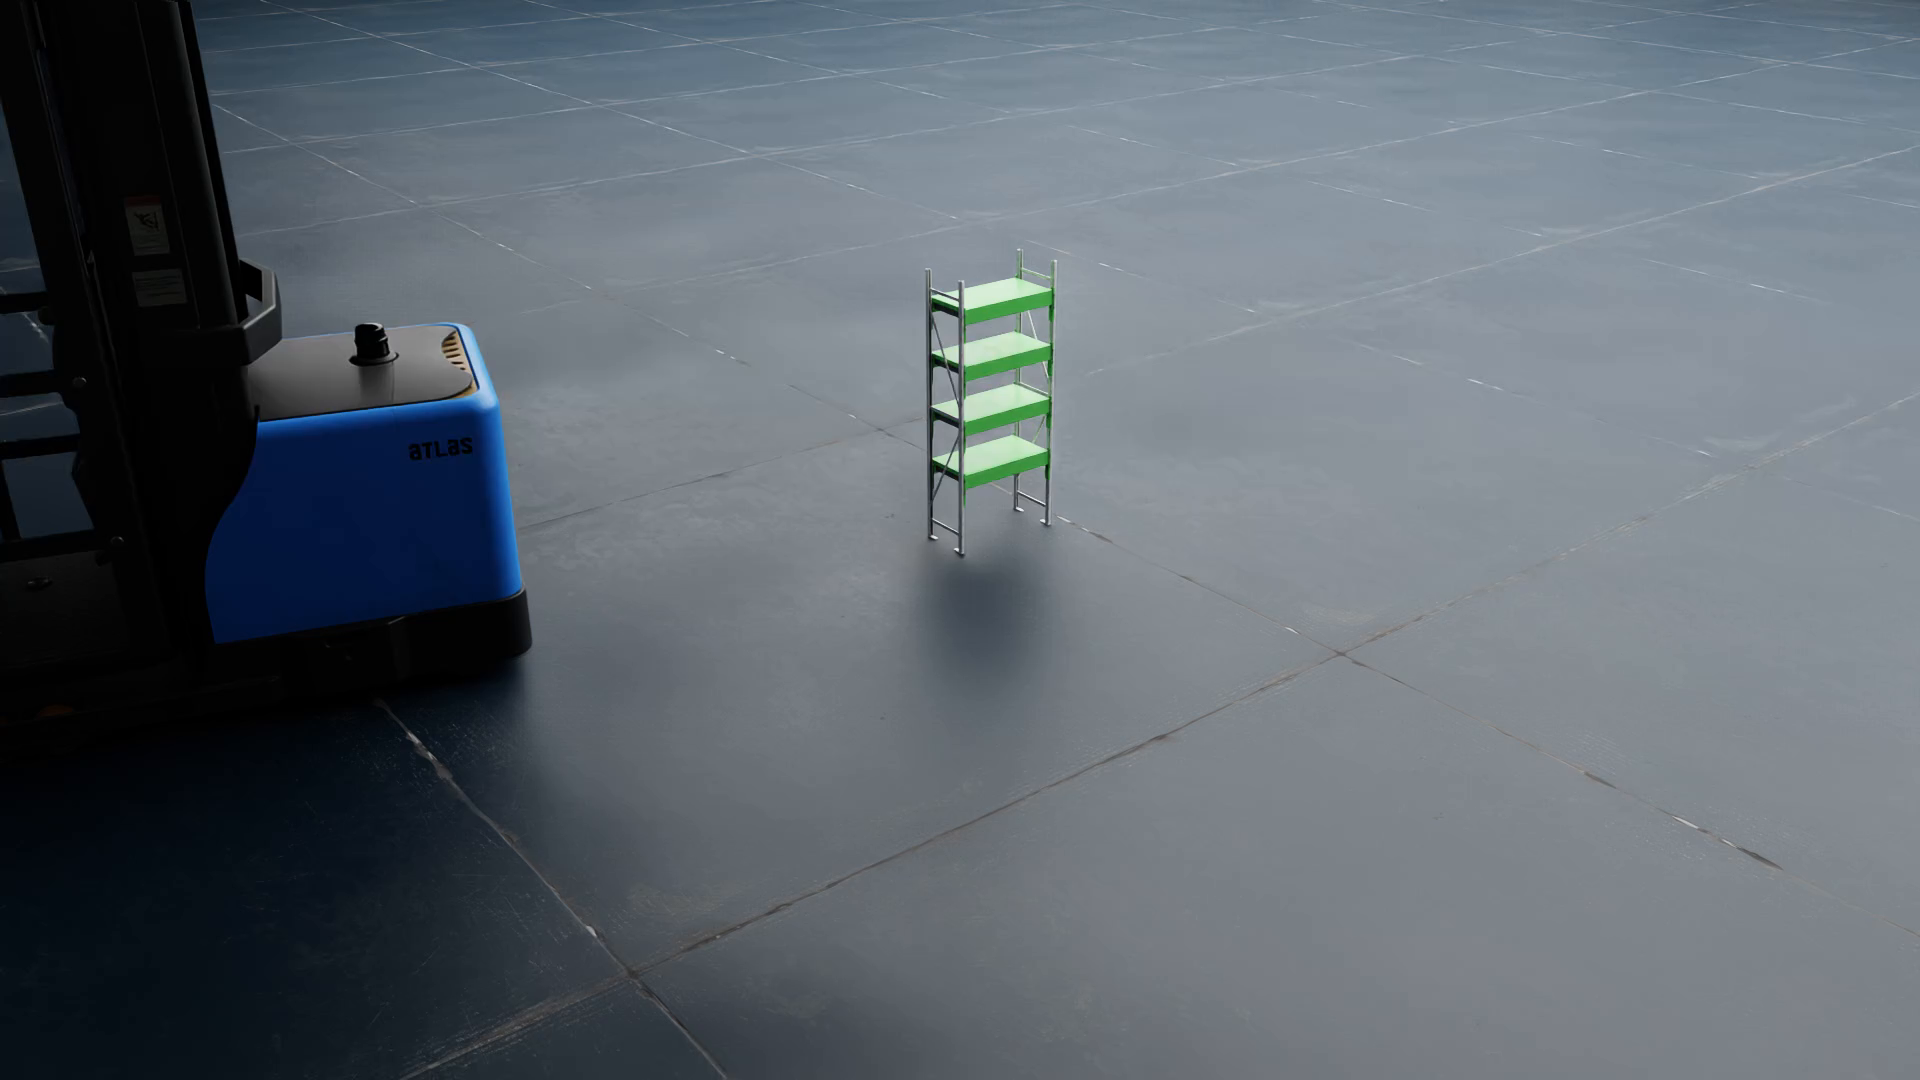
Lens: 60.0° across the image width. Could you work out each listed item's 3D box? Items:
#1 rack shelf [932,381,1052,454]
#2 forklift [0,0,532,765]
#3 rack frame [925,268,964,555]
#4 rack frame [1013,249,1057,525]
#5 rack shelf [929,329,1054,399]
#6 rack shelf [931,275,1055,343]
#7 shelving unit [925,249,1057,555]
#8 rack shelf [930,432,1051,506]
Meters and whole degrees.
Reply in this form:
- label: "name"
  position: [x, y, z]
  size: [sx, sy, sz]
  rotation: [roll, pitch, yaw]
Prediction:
- label: "rack shelf"
  position: [0.130, -0.529, 7.117]
  size: [0.480, 0.148, 0.258]
  rotation: [-18, 31, -34]
- label: "forklift"
  position: [-3.174, -0.820, 5.535]
  size: [3.031, 2.935, 1.130]
  rotation: [-9, 26, -19]
- label: "rack frame"
  position: [-0.062, -0.524, 6.953]
  size: [0.015, 1.200, 0.240]
  rotation: [-18, 31, -34]
- label: "rack frame"
  position: [0.322, -0.651, 7.227]
  size: [0.015, 1.200, 0.240]
  rotation: [-18, 31, -34]
- label: "rack shelf"
  position: [0.130, -0.747, 7.016]
  size: [0.480, 0.148, 0.258]
  rotation: [-18, 31, -34]
- label: "rack shelf"
  position: [0.130, -0.965, 6.915]
  size: [0.480, 0.148, 0.258]
  rotation: [-18, 31, -34]
- label: "shelving unit"
  position: [0.130, -0.587, 7.090]
  size: [0.503, 1.200, 0.258]
  rotation: [-18, 31, -34]
- label: "rack shelf"
  position: [0.130, -0.312, 7.218]
  size: [0.480, 0.148, 0.258]
  rotation: [-18, 31, -34]
